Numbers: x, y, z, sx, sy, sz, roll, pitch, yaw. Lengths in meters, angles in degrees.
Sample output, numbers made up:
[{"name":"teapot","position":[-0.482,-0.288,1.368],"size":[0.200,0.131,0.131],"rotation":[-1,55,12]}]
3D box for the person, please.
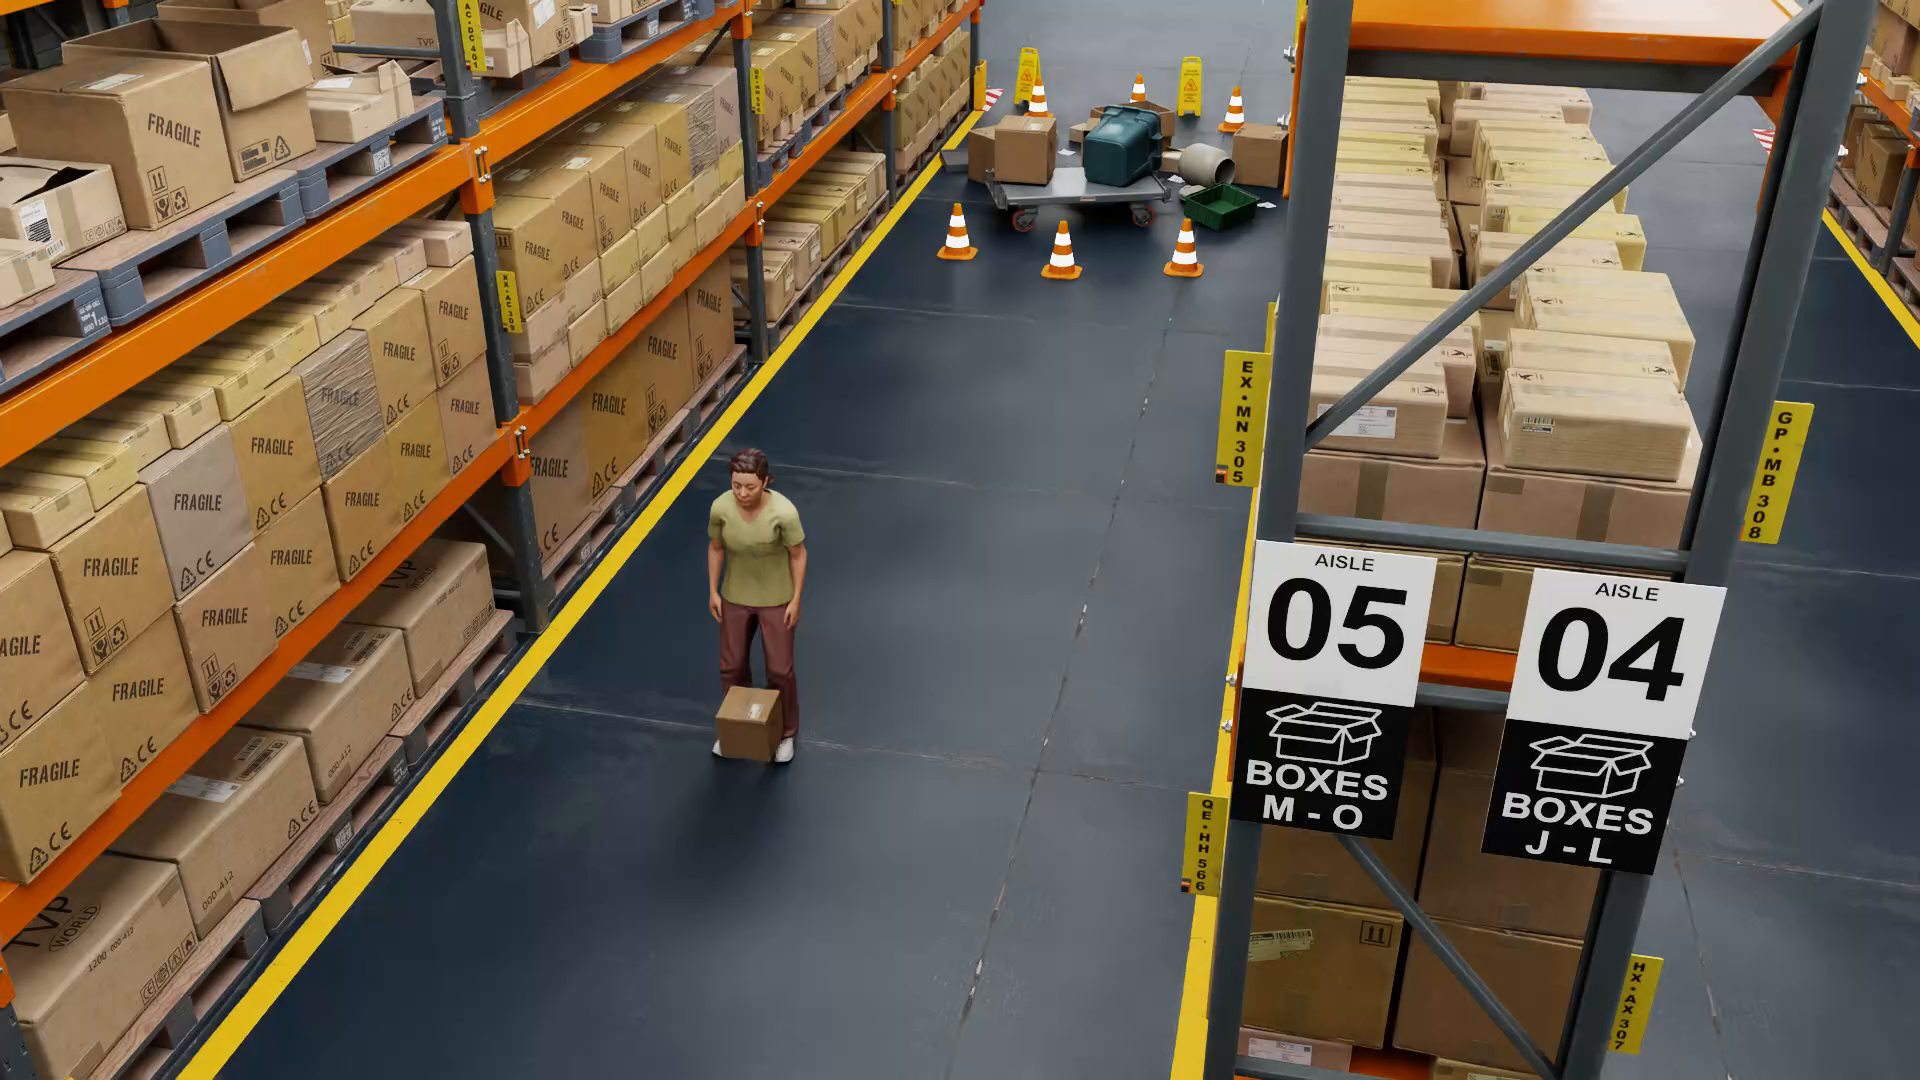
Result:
[{"name":"person","position":[-0.985,0.302,8.066],"size":[0.488,1.674,0.363],"rotation":[5,29,9]}]
